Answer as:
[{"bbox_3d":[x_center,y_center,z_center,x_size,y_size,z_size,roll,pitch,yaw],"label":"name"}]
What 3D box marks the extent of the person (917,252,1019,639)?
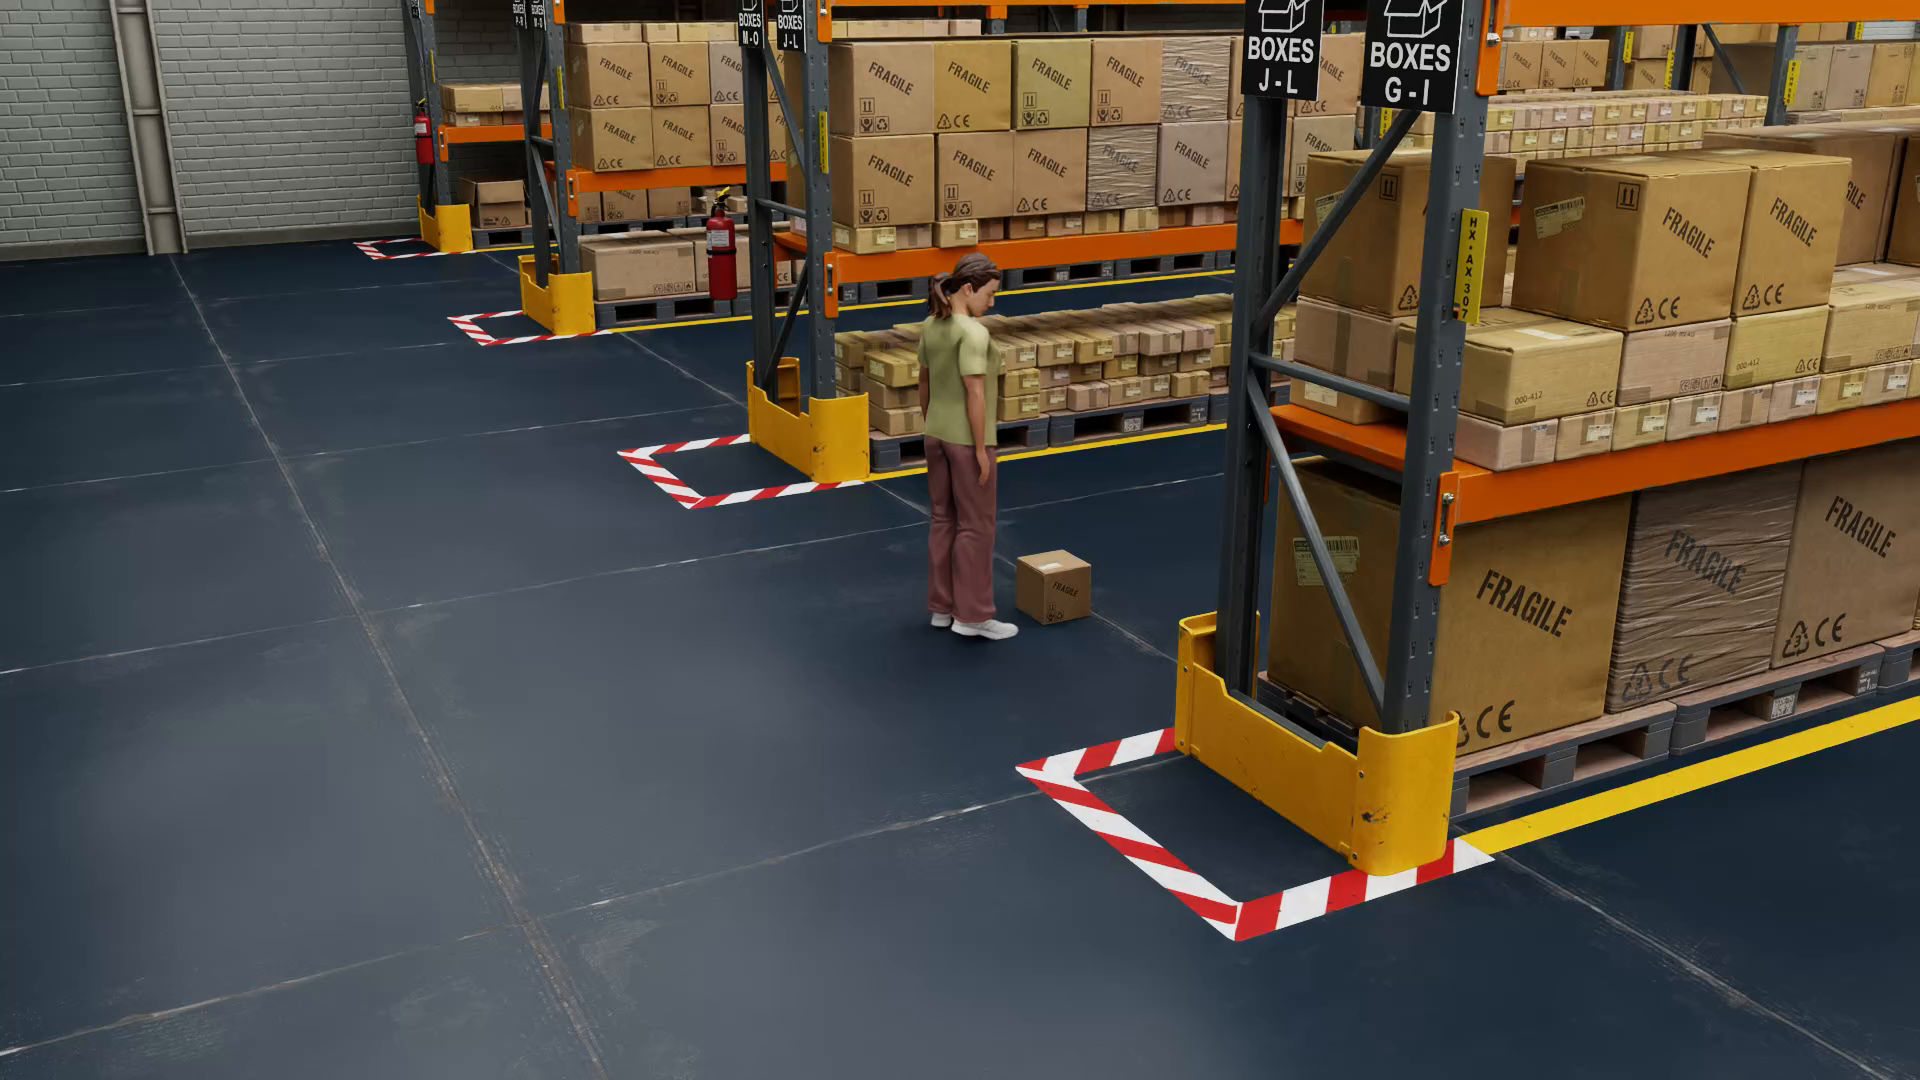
[{"bbox_3d":[0.000,-0.402,7.248,0.309,1.696,0.530,-15,24,-38],"label":"person"}]
